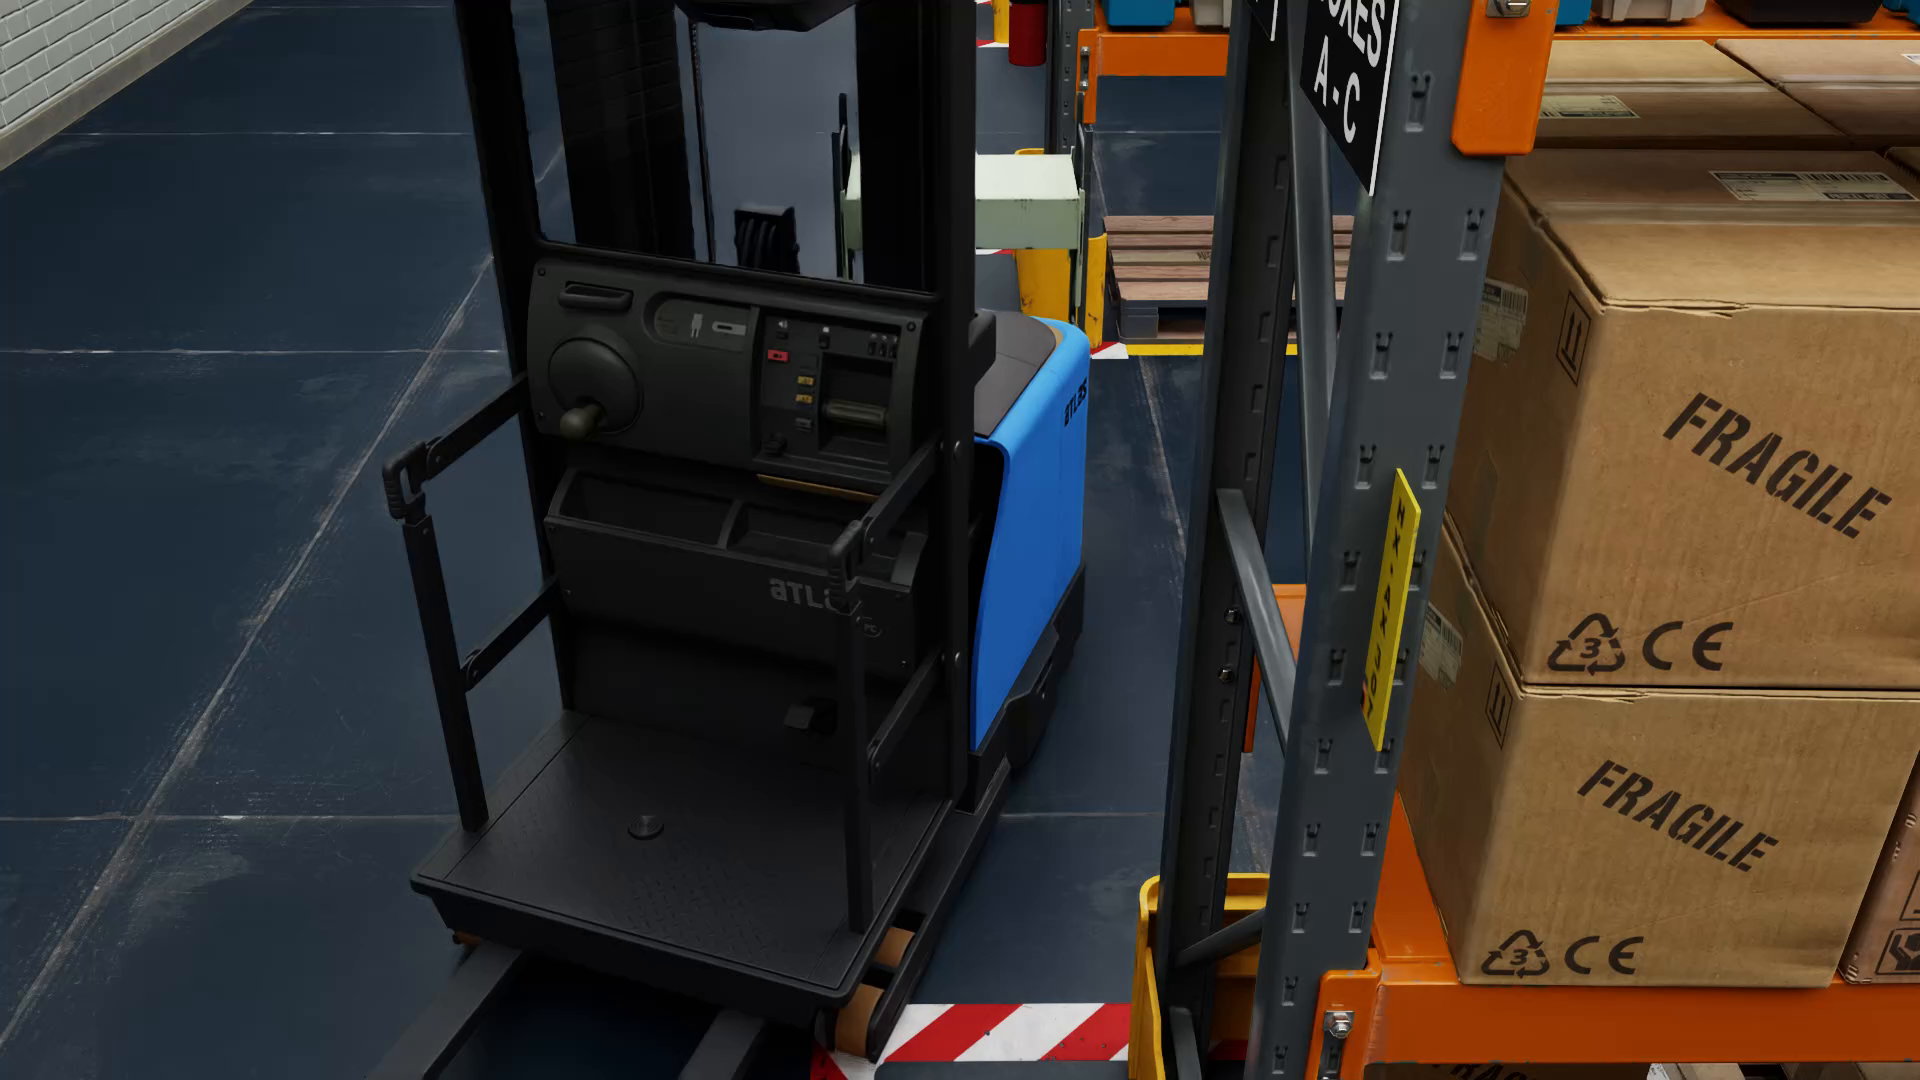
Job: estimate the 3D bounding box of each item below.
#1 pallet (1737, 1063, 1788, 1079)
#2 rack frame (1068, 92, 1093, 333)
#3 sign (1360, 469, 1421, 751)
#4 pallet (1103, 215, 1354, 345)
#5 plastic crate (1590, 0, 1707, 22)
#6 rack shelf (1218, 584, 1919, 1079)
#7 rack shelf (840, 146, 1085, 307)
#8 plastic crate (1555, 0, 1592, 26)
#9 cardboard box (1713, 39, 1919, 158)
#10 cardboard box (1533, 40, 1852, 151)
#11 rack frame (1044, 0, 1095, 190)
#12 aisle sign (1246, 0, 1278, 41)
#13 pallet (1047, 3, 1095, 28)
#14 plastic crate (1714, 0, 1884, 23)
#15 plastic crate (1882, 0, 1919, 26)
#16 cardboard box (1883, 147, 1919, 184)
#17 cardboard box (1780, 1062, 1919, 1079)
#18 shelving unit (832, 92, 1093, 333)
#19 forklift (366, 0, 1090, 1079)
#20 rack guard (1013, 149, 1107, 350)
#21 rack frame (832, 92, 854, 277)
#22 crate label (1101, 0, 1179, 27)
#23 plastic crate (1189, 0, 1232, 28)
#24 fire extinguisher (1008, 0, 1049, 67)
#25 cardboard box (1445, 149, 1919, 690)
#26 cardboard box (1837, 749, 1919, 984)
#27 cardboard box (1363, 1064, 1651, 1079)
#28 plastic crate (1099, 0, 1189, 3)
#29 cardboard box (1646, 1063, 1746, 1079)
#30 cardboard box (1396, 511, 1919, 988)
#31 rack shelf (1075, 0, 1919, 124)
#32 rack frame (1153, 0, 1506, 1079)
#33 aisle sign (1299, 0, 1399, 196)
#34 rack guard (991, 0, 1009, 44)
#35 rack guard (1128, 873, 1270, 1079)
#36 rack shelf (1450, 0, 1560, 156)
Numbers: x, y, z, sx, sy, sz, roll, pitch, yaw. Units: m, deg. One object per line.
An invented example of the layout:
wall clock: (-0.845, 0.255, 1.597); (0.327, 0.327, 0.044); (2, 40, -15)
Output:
pallet: (1.356, 1.360, 3.305); (1.213, 0.211, 1.003); (0, 31, 0)
rack frame: (0.373, -0.642, 5.363); (0.023, 1.500, 0.400); (0, 31, 0)
sign: (0.486, 0.082, 1.888); (0.005, 0.325, 0.100); (0, 31, 0)
pallet: (1.281, -1.189, 7.506); (1.213, 0.211, 1.003); (0, 31, 0)
plastic crate: (2.717, -2.162, 6.619); (0.466, 0.136, 0.293); (0, 31, 0)
rack shelf: (2.482, 0.472, 2.773); (4.000, 0.370, 1.077); (0, 31, 0)
rack shelf: (0.007, -0.975, 5.159); (0.720, 0.370, 0.431); (0, 31, 0)
plastic crate: (2.322, -2.188, 6.567); (0.300, 0.233, 0.416); (0, 31, 0)
cardboard box: (1.431, -0.445, 2.532); (0.500, 0.500, 0.500); (1, 31, 1)
cardboard box: (0.926, -0.443, 2.529); (0.500, 0.500, 0.500); (0, 31, -1)
rack frame: (0.456, -2.398, 6.811); (0.127, 3.000, 1.000); (0, 31, 0)
aisle sign: (0.412, -1.099, 2.164); (0.004, 0.787, 0.394); (0, 31, 0)
pallet: (1.225, -3.818, 11.840); (1.213, 0.211, 1.003); (0, 31, 0)
plastic crate: (3.338, -2.176, 6.652); (0.590, 0.125, 0.437); (0, 31, 0)
plastic crate: (3.991, -2.251, 6.527); (0.575, 0.384, 0.392); (0, 31, 0)
cardboard box: (1.450, -0.169, 2.077); (0.500, 0.500, 0.500); (0, 31, 0)
cardboard box: (1.975, 1.042, 3.368); (0.500, 0.250, 0.500); (0, 31, 0)
shelving unit: (0.007, -0.641, 5.361); (0.755, 1.500, 0.431); (0, 31, 0)
forklift: (-0.594, -0.314, 3.441); (1.130, 2.935, 3.031); (11, 33, 17)
rack guard: (0.432, -1.323, 7.448); (0.348, 0.500, 1.175); (0, 31, 0)
rack frame: (-0.359, -0.640, 5.359); (0.023, 1.500, 0.400); (0, 31, 0)
crate label: (0.705, -2.182, 6.559); (0.303, 0.233, 0.416); (0, 31, 0)
plastic crate: (1.026, -2.099, 6.515); (0.298, 0.136, 0.250); (0, 31, 0)
fire extinguisher: (0.303, -2.441, 7.316); (0.183, 0.674, 0.296); (0, 31, 0)
cardboard box: (0.928, -0.164, 2.068); (0.500, 0.500, 0.500); (1, 31, 1)
cardboard box: (1.443, 0.259, 2.335); (0.500, 0.500, 0.500); (0, 31, -1)
cardboard box: (1.025, 0.922, 3.324); (0.500, 0.500, 0.500); (0, 31, 0)
plastic crate: (0.790, -2.537, 6.948); (0.499, 0.435, 0.616); (0, 31, 0)
cardboard box: (1.430, 1.110, 3.336); (0.250, 0.166, 0.380); (0, 31, 0)
cardboard box: (0.928, 0.264, 2.327); (0.500, 0.500, 0.500); (0, 31, 1)
rack shelf: (2.456, -2.097, 7.008); (4.000, 0.370, 1.077); (0, 31, 0)
rack frame: (0.482, 0.171, 2.576); (0.127, 3.000, 1.000); (0, 31, 0)
aisle sign: (0.416, -0.788, 1.651); (0.004, 0.787, 0.394); (0, 31, 0)
rack guard: (0.402, -3.899, 11.694); (0.348, 0.500, 1.175); (0, 31, 0)
rack guard: (0.558, 1.239, 3.225); (0.348, 0.500, 1.175); (0, 31, 0)
rack shelf: (2.482, -0.810, 1.995); (4.000, 0.370, 1.077); (0, 31, 0)
